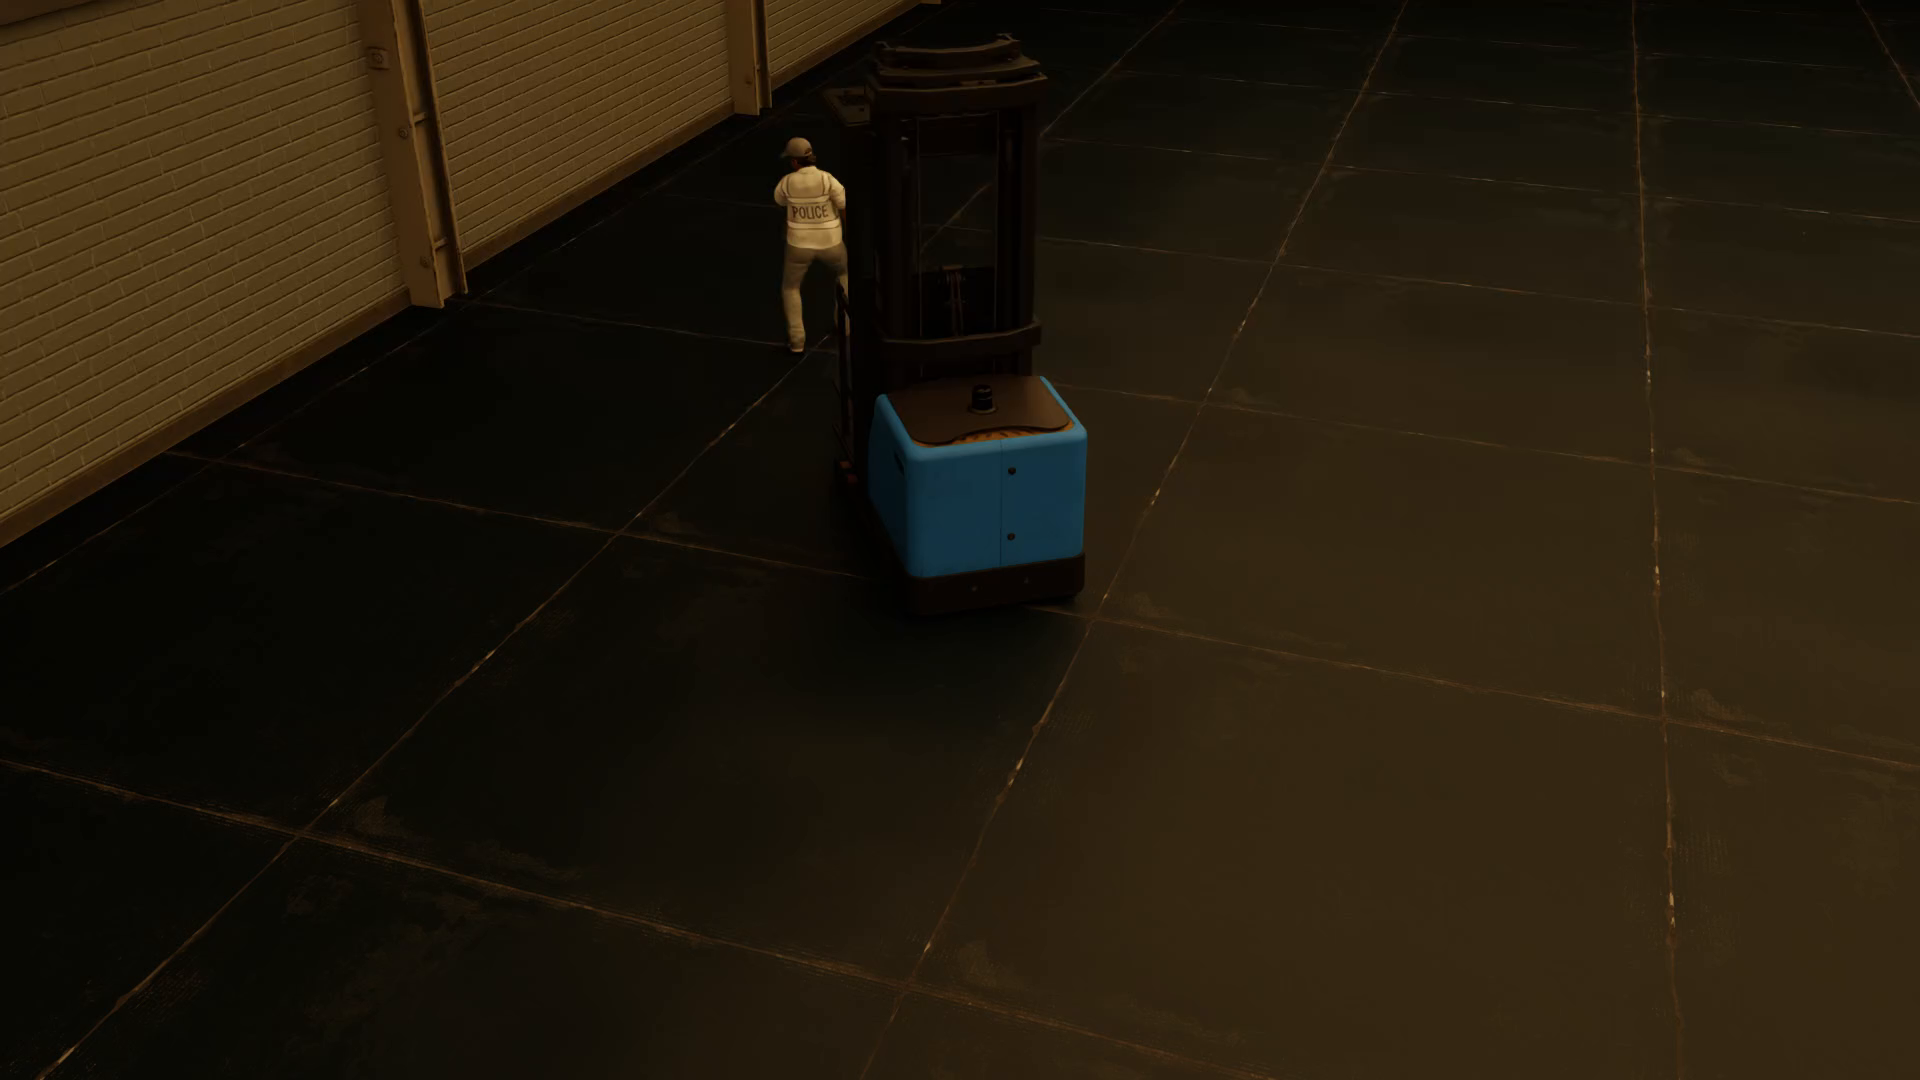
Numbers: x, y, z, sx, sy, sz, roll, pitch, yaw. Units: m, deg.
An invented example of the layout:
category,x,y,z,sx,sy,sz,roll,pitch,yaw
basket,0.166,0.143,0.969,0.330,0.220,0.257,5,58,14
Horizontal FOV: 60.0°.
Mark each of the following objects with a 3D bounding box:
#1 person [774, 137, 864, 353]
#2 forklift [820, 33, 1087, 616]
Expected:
category,x,y,z,sx,sy,sz,roll,pitch,yaw
person,-1.050,-2.271,12.487,0.654,1.580,0.777,-5,30,-8
forklift,-0.176,-1.569,9.889,1.130,2.935,3.031,-8,31,-13
